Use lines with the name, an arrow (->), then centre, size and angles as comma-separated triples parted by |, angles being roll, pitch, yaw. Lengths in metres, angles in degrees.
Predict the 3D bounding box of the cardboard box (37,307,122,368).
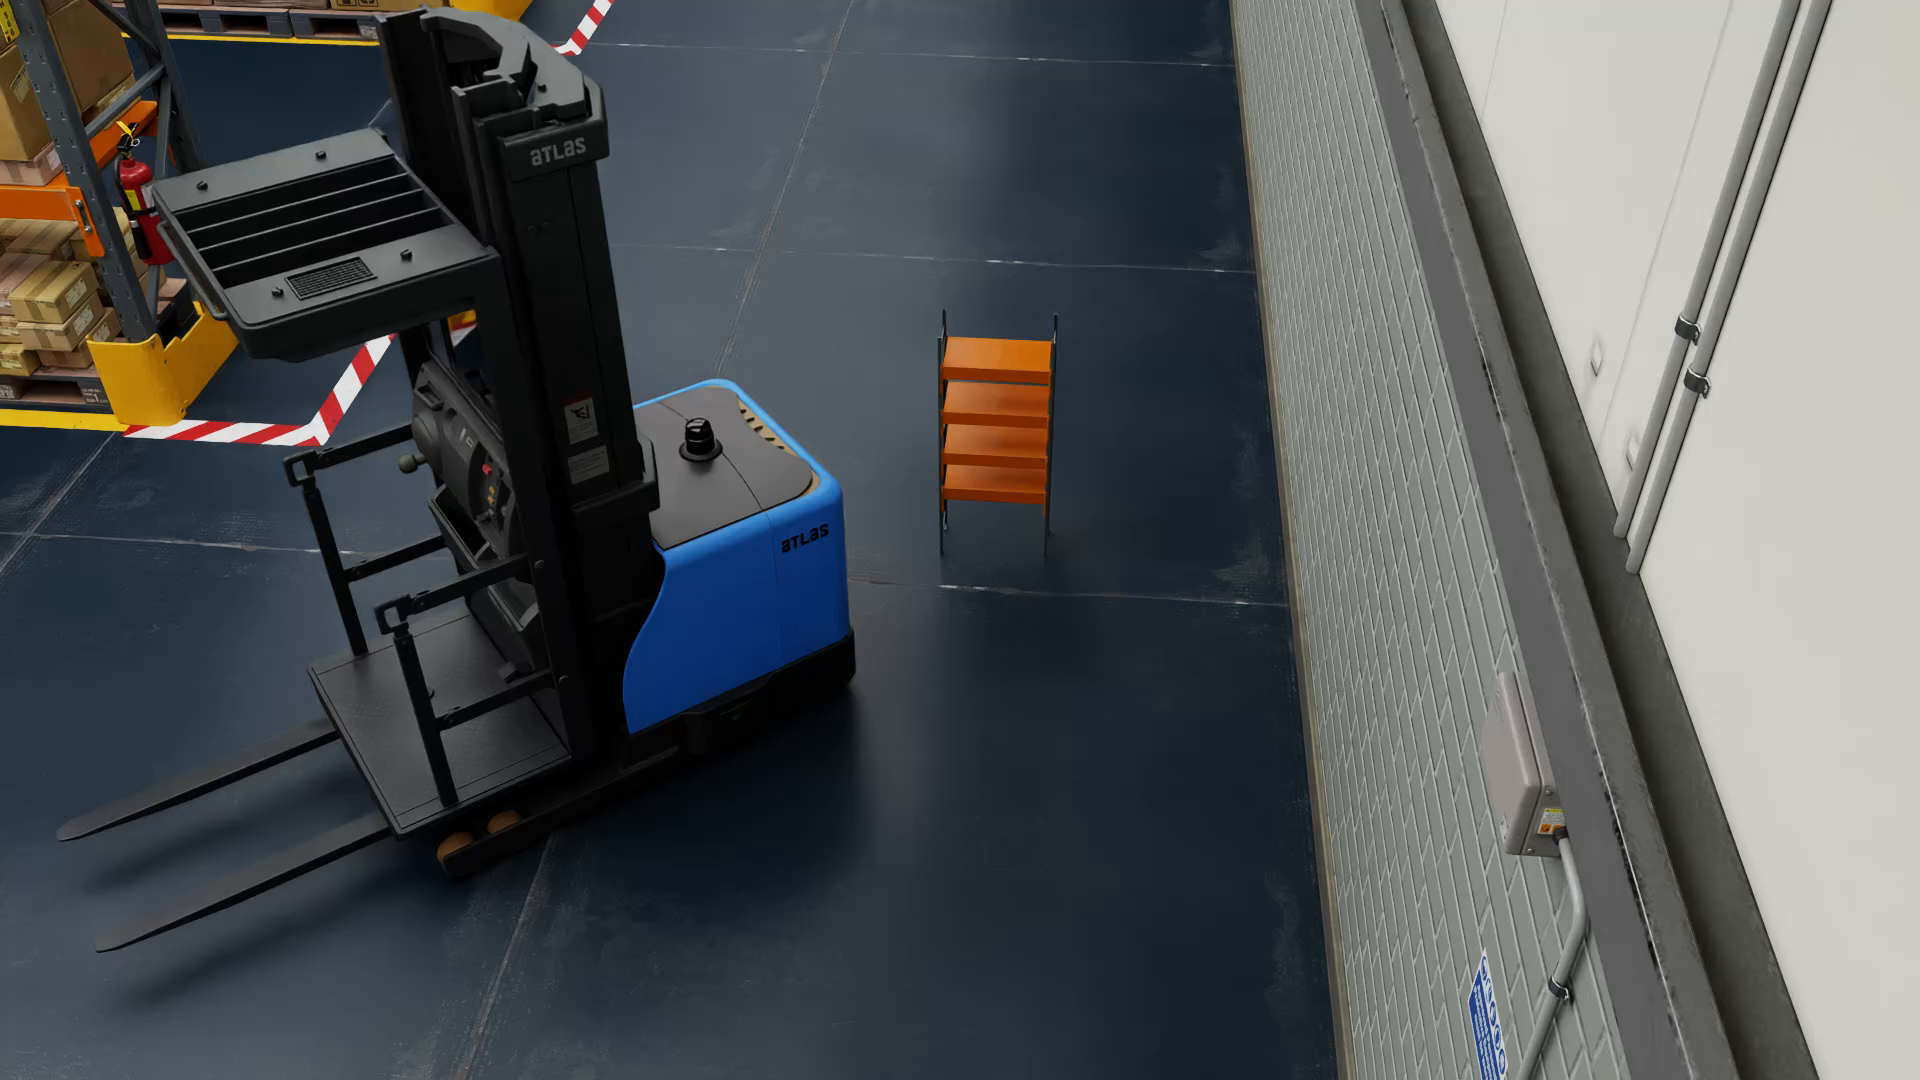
cardboard box -> -4.662, -1.077, 8.794 | 0.250, 0.149, 0.380 | 4, 39, 5

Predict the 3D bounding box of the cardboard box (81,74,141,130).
cardboard box -> -4.414, -2.249, 8.506 | 0.250, 0.149, 0.380 | 3, 39, 3

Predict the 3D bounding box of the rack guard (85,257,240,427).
rack guard -> -4.196, -1.157, 8.946 | 0.348, 0.500, 1.175 | 3, 39, 4

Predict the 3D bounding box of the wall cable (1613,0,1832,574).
wall cable -> 1.245, -1.198, 2.264 | 0.029, 3.000, 0.463 | 3, 39, 4

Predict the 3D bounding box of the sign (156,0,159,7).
sign -> -4.073, -2.800, 8.298 | 0.005, 0.325, 0.100 | 3, 39, 4

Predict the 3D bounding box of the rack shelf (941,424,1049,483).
rack shelf -> 0.165, -0.404, 7.573 | 0.480, 0.148, 0.258 | 3, 39, 4

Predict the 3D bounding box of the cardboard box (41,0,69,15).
cardboard box -> -4.544, -2.856, 7.946 | 0.500, 0.500, 0.500 | 3, 39, 4

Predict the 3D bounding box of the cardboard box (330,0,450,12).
cardboard box -> -4.236, -4.560, 12.497 | 0.875, 0.875, 0.875 | 3, 39, 4

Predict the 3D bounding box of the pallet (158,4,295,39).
pallet -> -5.607, -4.218, 12.935 | 1.213, 0.211, 1.003 | 3, 39, 4

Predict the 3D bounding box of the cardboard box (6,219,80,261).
cardboard box -> -4.898, -1.592, 8.955 | 0.250, 0.149, 0.380 | 4, 39, 5

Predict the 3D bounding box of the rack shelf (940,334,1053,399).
rack shelf -> 0.165, -0.761, 7.283 | 0.480, 0.148, 0.258 | 3, 39, 4

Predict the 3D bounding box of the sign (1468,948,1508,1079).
sign -> 1.239, 1.157, 3.909 | 0.001, 0.218, 0.327 | 3, 39, 4

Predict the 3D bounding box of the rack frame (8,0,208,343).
rack frame -> -4.120, -2.123, 8.152 | 0.127, 3.000, 1.000 | 3, 39, 4

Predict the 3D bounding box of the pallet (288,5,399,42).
pallet -> -4.395, -4.149, 12.851 | 1.213, 0.211, 1.003 | 3, 39, 4

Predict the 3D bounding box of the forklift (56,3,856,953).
forklift -> -1.951, -0.239, 5.892 | 3.031, 2.935, 1.130 | -23, 45, -26

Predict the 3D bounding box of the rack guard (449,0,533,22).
rack guard -> -3.567, -4.266, 12.765 | 0.348, 0.500, 1.175 | 3, 39, 4

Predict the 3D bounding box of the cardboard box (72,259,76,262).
cardboard box -> -4.888, -1.536, 9.121 | 0.250, 0.149, 0.380 | 3, 39, 4

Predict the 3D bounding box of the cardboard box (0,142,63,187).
cardboard box -> -4.469, -1.865, 8.035 | 0.250, 0.149, 0.380 | 3, 39, 4

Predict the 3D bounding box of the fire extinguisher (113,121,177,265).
fire extinguisher -> -3.909, -1.644, 7.921 | 0.183, 0.674, 0.296 | 3, 39, 4

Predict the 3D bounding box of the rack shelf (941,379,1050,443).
rack shelf -> 0.165, -0.578, 7.432 | 0.480, 0.148, 0.258 | 3, 39, 4

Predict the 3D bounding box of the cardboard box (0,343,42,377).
cardboard box -> -4.927, -1.028, 8.733 | 0.250, 0.149, 0.380 | 4, 39, 5

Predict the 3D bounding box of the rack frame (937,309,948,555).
rack frame -> -0.078, -0.470, 7.547 | 0.015, 1.200, 0.240 | 3, 39, 4

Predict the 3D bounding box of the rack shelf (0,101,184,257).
rack shelf -> -6.112, -1.953, 8.513 | 4.000, 0.370, 1.077 | 3, 39, 4

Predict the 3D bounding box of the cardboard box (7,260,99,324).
cardboard box -> -4.669, -1.280, 8.571 | 0.250, 0.149, 0.380 | 4, 39, 4

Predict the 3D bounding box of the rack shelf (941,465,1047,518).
rack shelf -> 0.165, -0.250, 7.698 | 0.480, 0.148, 0.258 | 3, 39, 4

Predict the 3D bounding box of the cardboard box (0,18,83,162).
cardboard box -> -4.590, -2.139, 7.858 | 0.500, 0.500, 0.500 | 4, 39, 5

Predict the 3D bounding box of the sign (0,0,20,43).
sign -> -4.188, -2.346, 7.259 | 0.005, 0.325, 0.100 | 3, 39, 4

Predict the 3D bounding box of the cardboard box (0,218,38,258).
cardboard box -> -5.138, -1.687, 9.071 | 0.250, 0.149, 0.380 | 3, 39, 4

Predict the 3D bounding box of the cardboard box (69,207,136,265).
cardboard box -> -4.613, -1.653, 9.029 | 0.250, 0.149, 0.380 | 1, 39, 2

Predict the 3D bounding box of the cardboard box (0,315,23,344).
cardboard box -> -4.926, -1.193, 8.700 | 0.250, 0.149, 0.380 | 2, 39, 3

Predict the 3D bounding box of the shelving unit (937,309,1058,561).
shelving unit -> 0.165, -0.456, 7.531 | 0.503, 1.200, 0.258 | 3, 39, 4

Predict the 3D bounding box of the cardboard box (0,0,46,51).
cardboard box -> -4.597, -2.533, 7.550 | 0.500, 0.500, 0.500 | 2, 39, 3

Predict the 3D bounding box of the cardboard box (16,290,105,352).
cardboard box -> -4.670, -1.145, 8.641 | 0.250, 0.149, 0.380 | 2, 39, 3

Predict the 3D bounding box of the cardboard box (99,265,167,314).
cardboard box -> -4.614, -1.410, 9.202 | 0.250, 0.149, 0.380 | 4, 39, 5

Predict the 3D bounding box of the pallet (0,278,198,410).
pallet -> -5.002, -1.112, 9.119 | 1.213, 0.211, 1.003 | 3, 39, 4

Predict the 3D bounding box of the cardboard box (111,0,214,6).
cardboard box -> -6.029, -4.658, 12.617 | 0.875, 0.875, 0.875 | 3, 39, 4

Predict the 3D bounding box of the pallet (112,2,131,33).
pallet -> -6.825, -4.282, 13.014 | 1.213, 0.211, 1.003 | 3, 39, 4

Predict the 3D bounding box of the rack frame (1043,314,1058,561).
rack frame -> 0.408, -0.443, 7.514 | 0.015, 1.200, 0.240 | 3, 39, 4

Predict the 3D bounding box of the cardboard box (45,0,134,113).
cardboard box -> -4.543, -2.475, 8.270 | 0.500, 0.500, 0.500 | 5, 39, 6

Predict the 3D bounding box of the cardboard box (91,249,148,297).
cardboard box -> -4.620, -1.485, 9.059 | 0.250, 0.149, 0.380 | 5, 39, 6

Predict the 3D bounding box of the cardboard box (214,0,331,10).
cardboard box -> -5.142, -4.610, 12.558 | 0.875, 0.875, 0.875 | 3, 39, 4

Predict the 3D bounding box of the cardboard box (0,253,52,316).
cardboard box -> -4.915, -1.330, 8.633 | 0.250, 0.149, 0.380 | 4, 39, 5

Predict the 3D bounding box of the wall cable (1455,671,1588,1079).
wall cable -> 1.173, 0.882, 3.631 | 0.123, 1.953, 0.585 | 3, 39, 4
